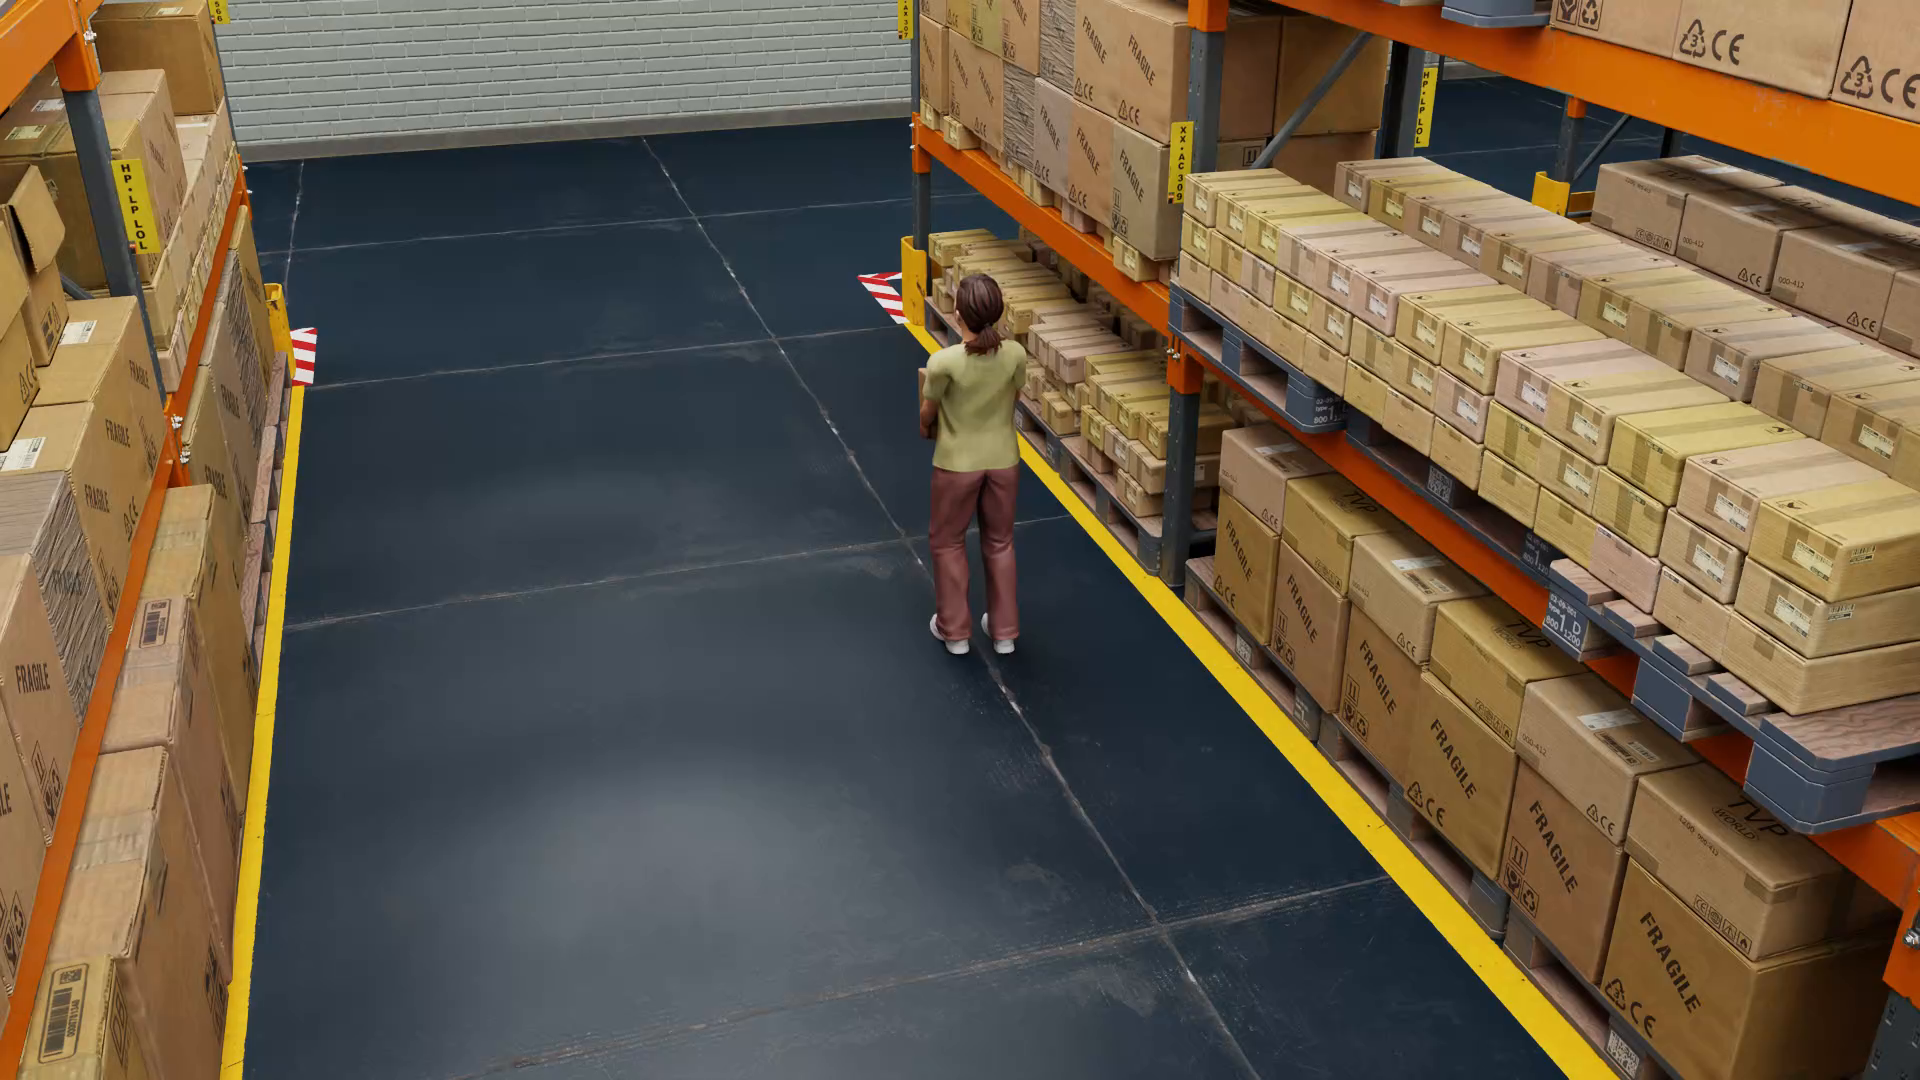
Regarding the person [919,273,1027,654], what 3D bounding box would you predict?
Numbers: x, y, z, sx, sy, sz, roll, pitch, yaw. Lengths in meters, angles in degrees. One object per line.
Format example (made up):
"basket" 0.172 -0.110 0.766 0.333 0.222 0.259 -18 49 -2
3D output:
"person" 0.039 -0.313 6.758 0.428 1.662 0.552 -8 28 -16
